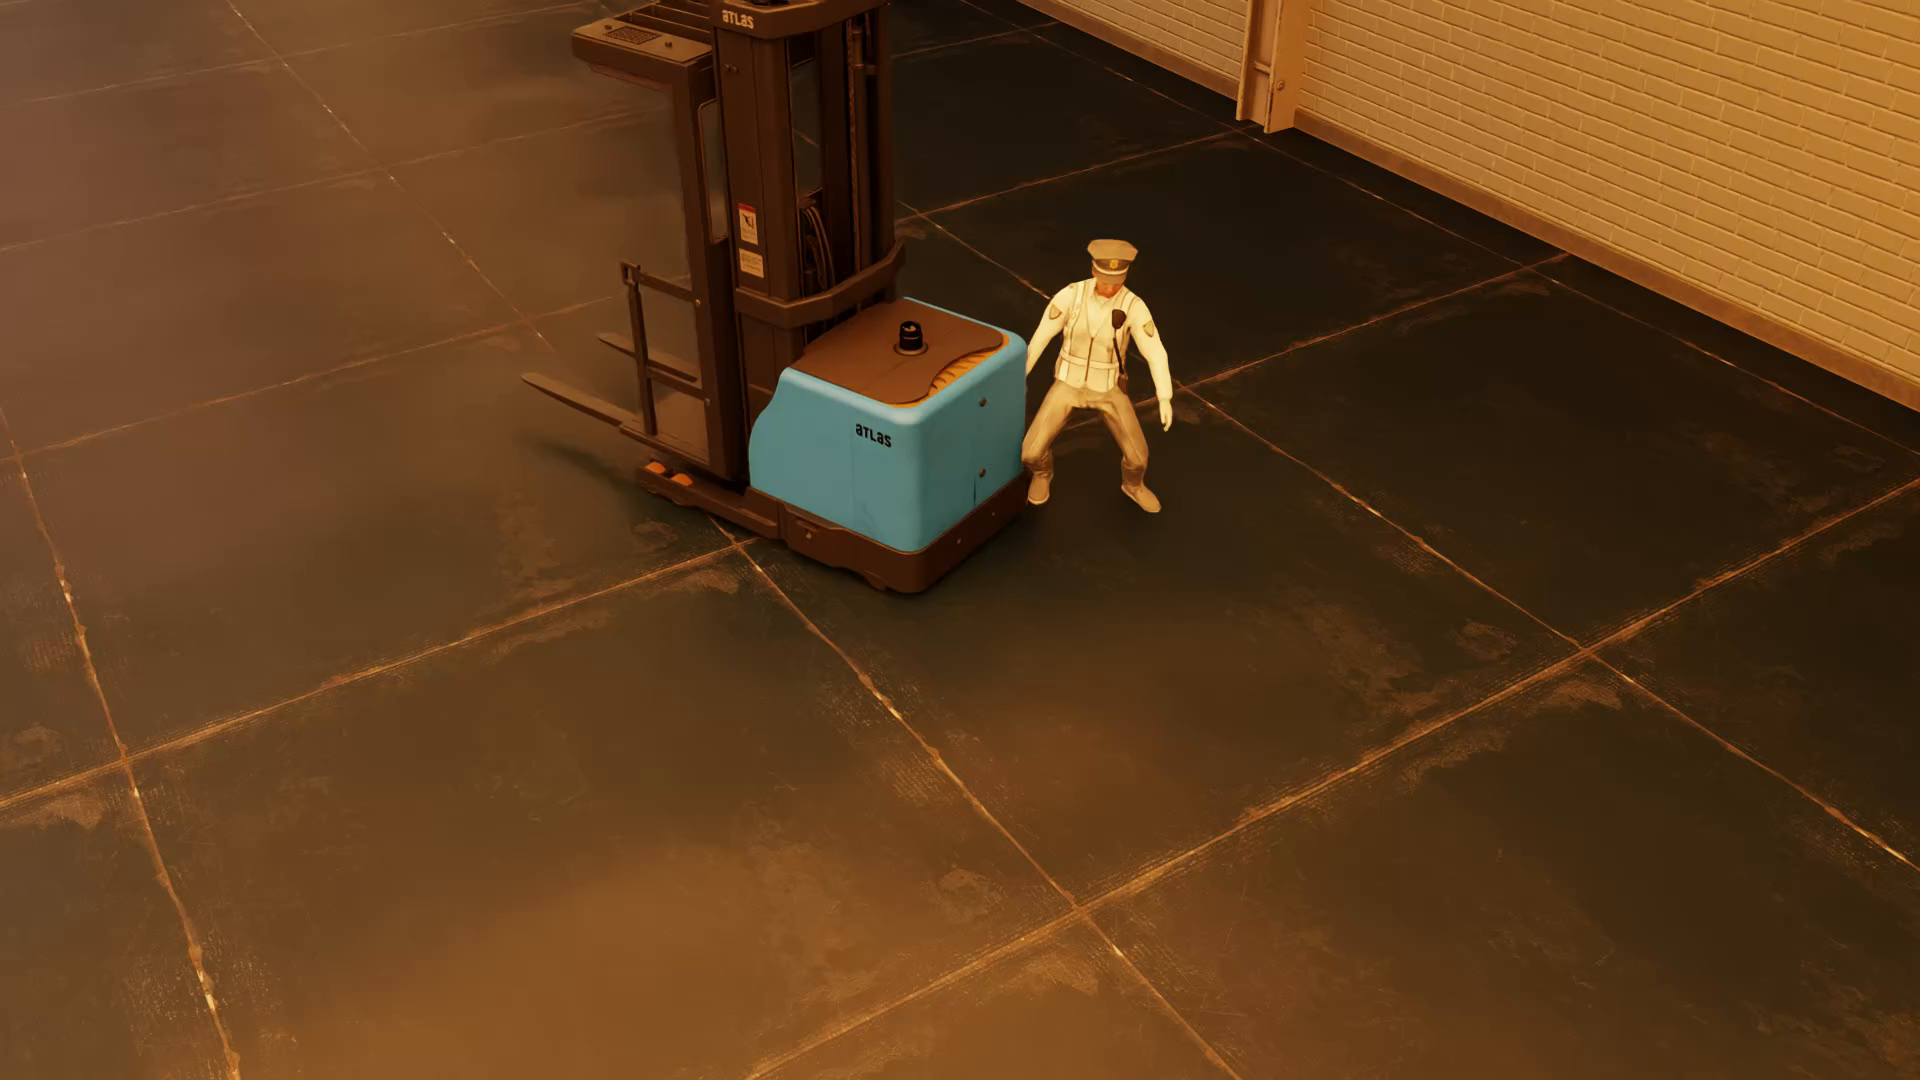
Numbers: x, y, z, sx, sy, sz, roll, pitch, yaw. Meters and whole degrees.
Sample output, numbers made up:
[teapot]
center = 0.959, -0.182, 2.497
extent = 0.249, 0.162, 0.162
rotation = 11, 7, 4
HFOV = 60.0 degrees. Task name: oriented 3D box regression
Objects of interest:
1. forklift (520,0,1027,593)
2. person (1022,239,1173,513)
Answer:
[forklift]
center = -1.140, -1.610, 8.439
extent = 3.031, 2.935, 1.130
rotation = 23, 41, 29
[person]
center = 0.683, -0.786, 8.486
extent = 0.856, 1.566, 0.573
rotation = 9, 36, 12
